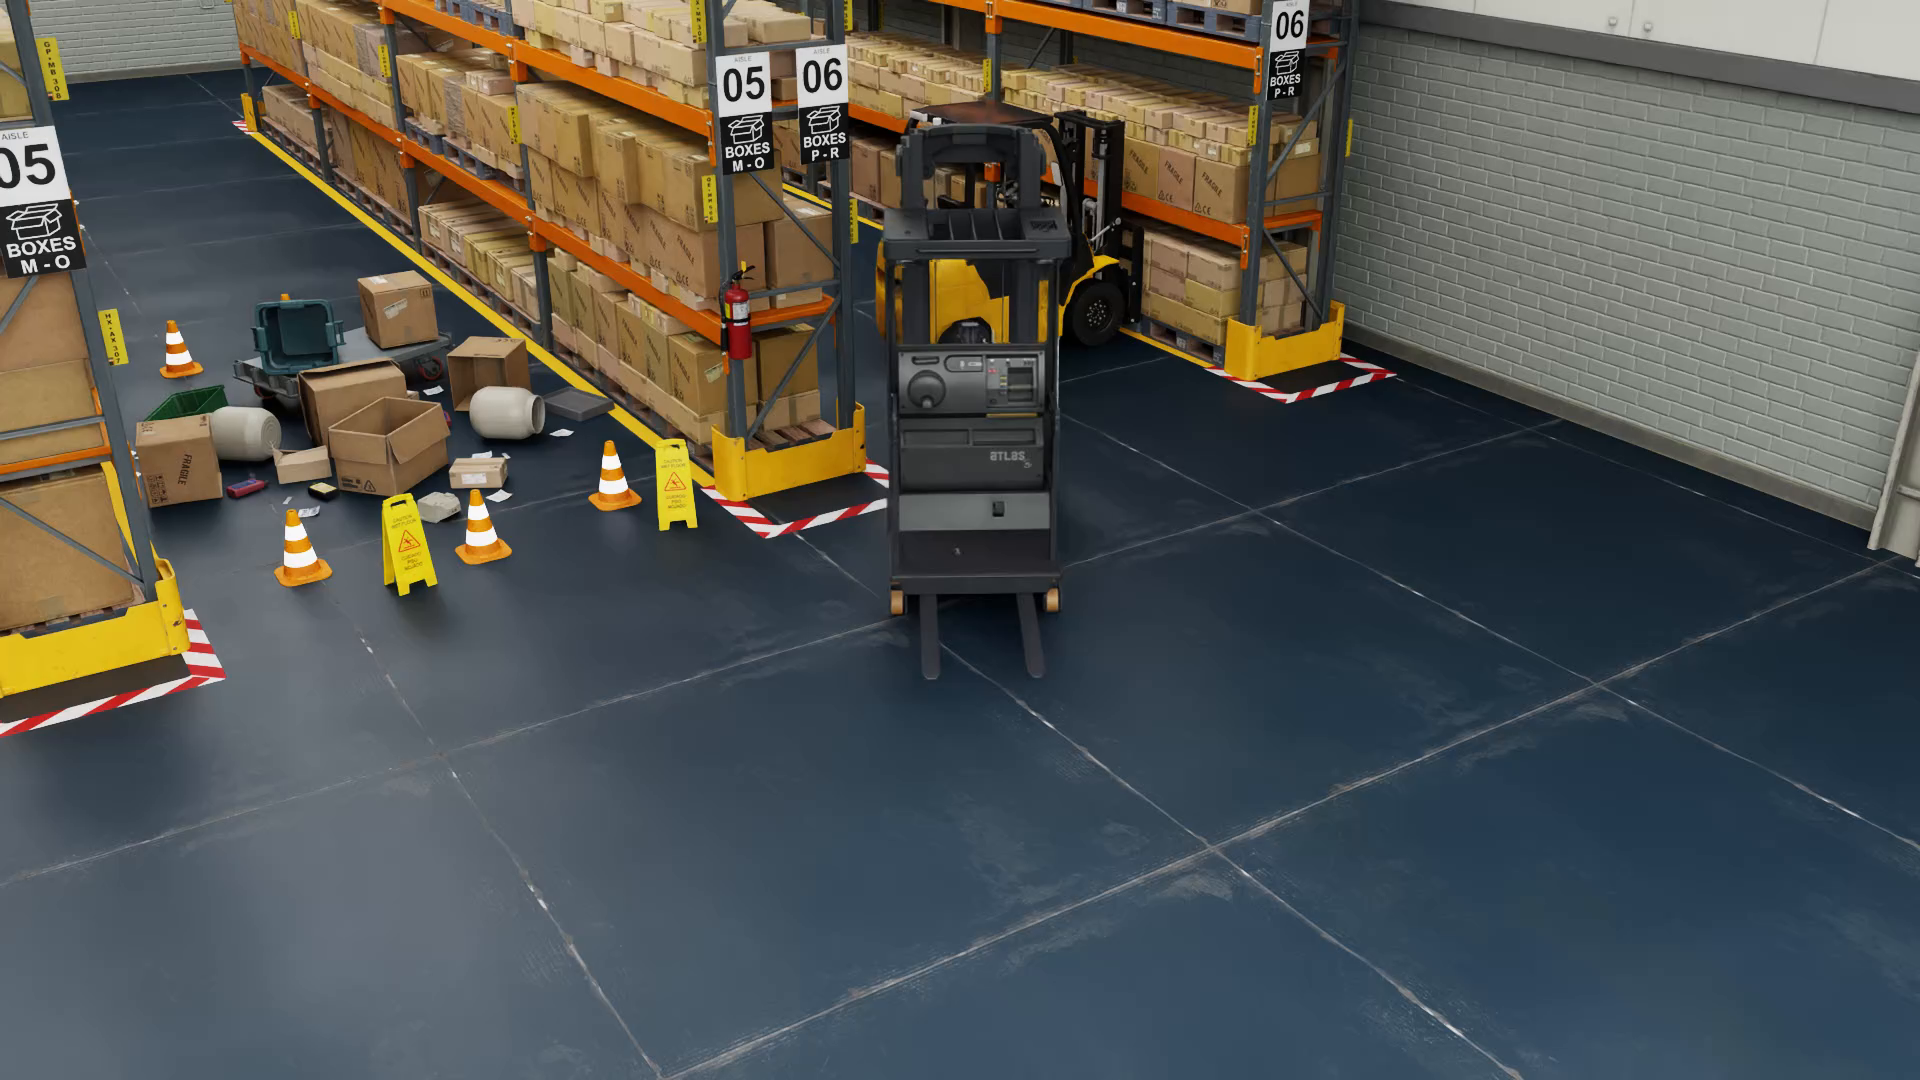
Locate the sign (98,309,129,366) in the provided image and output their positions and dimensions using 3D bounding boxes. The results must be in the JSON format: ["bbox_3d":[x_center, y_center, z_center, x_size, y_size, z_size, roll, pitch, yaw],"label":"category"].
[{"bbox_3d":[-4.867,-1.164,9.558,0.100,0.325,0.005,-16,29,-30],"label":"sign"}]

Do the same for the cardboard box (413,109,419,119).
[{"bbox_3d":[-5.589,-4.578,17.698,0.380,0.149,0.250,-17,30,-32],"label":"cardboard box"}]

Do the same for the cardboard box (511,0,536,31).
[{"bbox_3d":[-3.416,-4.432,13.901,0.500,0.250,0.500,-16,30,-31],"label":"cardboard box"}]

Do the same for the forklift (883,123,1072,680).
[{"bbox_3d":[0.084,-0.980,10.355,1.130,2.935,3.031,-1,25,-2],"label":"forklift"}]

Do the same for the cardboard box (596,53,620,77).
[{"bbox_3d":[-2.548,-3.644,12.698,0.380,0.149,0.250,-16,30,-30],"label":"cardboard box"}]

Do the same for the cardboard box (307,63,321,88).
[{"bbox_3d":[-7.775,-5.805,20.671,0.500,0.250,0.500,-16,30,-31],"label":"cardboard box"}]

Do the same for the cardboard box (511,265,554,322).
[{"bbox_3d":[-3.715,-2.419,15.909,0.950,0.372,0.625,-15,29,-29],"label":"cardboard box"}]

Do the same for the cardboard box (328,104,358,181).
[{"bbox_3d":[-7.389,-5.118,21.036,0.875,0.875,0.875,-15,29,-28],"label":"cardboard box"}]

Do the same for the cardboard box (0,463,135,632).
[{"bbox_3d":[-5.761,-0.066,10.336,0.875,0.875,0.875,-15,29,-29],"label":"cardboard box"}]

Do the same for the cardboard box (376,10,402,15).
[{"bbox_3d":[-6.496,-5.937,19.486,0.500,0.500,0.500,-15,29,-29],"label":"cardboard box"}]

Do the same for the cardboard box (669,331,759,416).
[{"bbox_3d":[-1.899,-1.311,12.826,0.500,0.500,0.500,-15,29,-29],"label":"cardboard box"}]

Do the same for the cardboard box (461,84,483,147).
[{"bbox_3d":[-4.420,-4.075,15.873,0.500,0.500,0.500,-14,29,-28],"label":"cardboard box"}]

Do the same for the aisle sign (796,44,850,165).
[{"bbox_3d":[-0.950,-3.025,11.562,0.394,0.787,0.004,-16,29,-30],"label":"aisle sign"}]

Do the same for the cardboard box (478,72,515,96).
[{"bbox_3d":[-4.255,-4.249,15.482,0.380,0.149,0.250,-17,30,-31],"label":"cardboard box"}]

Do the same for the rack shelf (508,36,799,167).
[{"bbox_3d":[-2.335,-3.546,13.039,1.077,0.370,4.000,-16,29,-30],"label":"rack shelf"}]

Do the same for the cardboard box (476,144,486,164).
[{"bbox_3d":[-4.381,-3.699,15.836,0.380,0.149,0.250,-15,29,-29],"label":"cardboard box"}]

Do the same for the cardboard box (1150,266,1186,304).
[{"bbox_3d":[2.121,-2.413,15.454,0.500,0.250,0.500,-16,30,-30],"label":"cardboard box"}]

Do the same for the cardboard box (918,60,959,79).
[{"bbox_3d":[-0.233,-5.157,18.245,0.380,0.149,0.250,-16,30,-31],"label":"cardboard box"}]

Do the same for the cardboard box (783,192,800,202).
[{"bbox_3d":[-1.555,-2.398,12.812,0.500,0.500,0.500,-15,29,-28],"label":"cardboard box"}]

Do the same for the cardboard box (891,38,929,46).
[{"bbox_3d":[-0.587,-5.842,19.698,0.380,0.149,0.250,-16,30,-31],"label":"cardboard box"}]

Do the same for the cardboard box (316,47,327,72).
[{"bbox_3d":[-7.482,-5.847,20.174,0.500,0.250,0.500,-15,29,-29],"label":"cardboard box"}]

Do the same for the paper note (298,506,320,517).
[{"bbox_3d":[-4.746,-0.208,12.119,0.144,0.017,0.142,-6,26,-12],"label":"paper note"}]

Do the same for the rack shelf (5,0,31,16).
[{"bbox_3d":[-6.427,-3.532,9.964,1.077,0.370,4.000,-16,29,-30],"label":"rack shelf"}]

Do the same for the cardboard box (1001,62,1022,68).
[{"bbox_3d":[0.480,-5.100,18.126,0.380,0.149,0.250,-16,29,-30],"label":"cardboard box"}]

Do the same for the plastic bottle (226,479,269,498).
[{"bbox_3d":[-5.344,-0.399,12.487,0.133,0.061,0.283,18,31,33],"label":"plastic bottle"}]

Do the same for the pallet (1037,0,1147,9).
[{"bbox_3d":[1.217,-5.406,16.240,1.003,0.211,1.213,-16,29,-30],"label":"pallet"}]

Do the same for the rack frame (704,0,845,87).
[{"bbox_3d":[-1.243,-4.512,10.730,1.000,3.000,0.127,-16,29,-30],"label":"rack frame"}]

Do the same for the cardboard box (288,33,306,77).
[{"bbox_3d":[-8.261,-6.243,21.306,0.500,0.500,0.500,-15,29,-29],"label":"cardboard box"}]

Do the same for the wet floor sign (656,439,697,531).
[{"bbox_3d":[-2.036,-0.418,11.841,0.267,0.644,0.232,-6,26,-12],"label":"wet floor sign"}]

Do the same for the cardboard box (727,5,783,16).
[{"bbox_3d":[-1.502,-3.768,12.027,0.380,0.149,0.250,-16,29,-30],"label":"cardboard box"}]

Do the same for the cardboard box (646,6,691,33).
[{"bbox_3d":[-2.034,-3.746,11.980,0.380,0.149,0.250,-15,29,-29],"label":"cardboard box"}]

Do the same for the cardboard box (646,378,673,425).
[{"bbox_3d":[-2.186,-1.160,13.384,0.500,0.250,0.500,-15,29,-29],"label":"cardboard box"}]

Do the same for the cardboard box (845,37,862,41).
[{"bbox_3d":[-1.380,-5.880,19.777,0.380,0.149,0.250,-15,29,-28],"label":"cardboard box"}]

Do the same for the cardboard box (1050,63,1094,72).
[{"bbox_3d":[1.157,-4.818,17.178,0.380,0.149,0.250,-15,29,-29],"label":"cardboard box"}]

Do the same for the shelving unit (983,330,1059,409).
[{"bbox_3d":[0.440,-0.915,12.245,0.503,1.200,0.258,8,26,17],"label":"shelving unit"}]

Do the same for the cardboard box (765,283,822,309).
[{"bbox_3d":[-1.255,-1.856,12.424,0.380,0.149,0.250,-15,29,-29],"label":"cardboard box"}]

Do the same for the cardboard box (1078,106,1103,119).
[{"bbox_3d":[1.358,-4.087,15.979,0.380,0.149,0.250,-17,30,-31],"label":"cardboard box"}]

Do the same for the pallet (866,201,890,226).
[{"bbox_3d":[-0.375,-3.819,19.554,1.003,0.211,1.213,-16,29,-30],"label":"pallet"}]

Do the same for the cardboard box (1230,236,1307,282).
[{"bbox_3d":[2.810,-2.572,15.205,0.500,0.250,0.500,-16,30,-30],"label":"cardboard box"}]

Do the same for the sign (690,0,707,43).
[{"bbox_3d":[-1.719,-3.434,10.922,0.100,0.325,0.005,-16,29,-30],"label":"sign"}]

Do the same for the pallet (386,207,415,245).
[{"bbox_3d":[-5.978,-3.699,19.302,1.003,0.211,1.213,-16,29,-30],"label":"pallet"}]

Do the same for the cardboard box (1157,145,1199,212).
[{"bbox_3d":[2.149,-3.305,15.083,0.500,0.500,0.500,-15,29,-28],"label":"cardboard box"}]

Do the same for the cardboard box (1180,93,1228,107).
[{"bbox_3d":[2.290,-4.090,15.638,0.380,0.149,0.250,-16,30,-31],"label":"cardboard box"}]

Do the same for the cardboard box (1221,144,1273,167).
[{"bbox_3d":[2.489,-3.355,14.428,0.380,0.149,0.250,-15,29,-29],"label":"cardboard box"}]

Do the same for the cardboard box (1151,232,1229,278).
[{"bbox_3d":[2.117,-2.630,15.327,0.500,0.250,0.500,-15,29,-29],"label":"cardboard box"}]

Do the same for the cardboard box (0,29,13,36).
[{"bbox_3d":[-5.387,-2.732,9.223,0.380,0.149,0.250,-15,29,-29],"label":"cardboard box"}]

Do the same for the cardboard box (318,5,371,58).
[{"bbox_3d":[-7.222,-6.009,19.639,0.500,0.500,0.500,-16,30,-31],"label":"cardboard box"}]

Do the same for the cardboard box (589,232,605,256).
[{"bbox_3d":[-2.833,-2.469,13.724,0.380,0.149,0.250,-15,29,-29],"label":"cardboard box"}]

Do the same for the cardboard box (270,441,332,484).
[{"bbox_3d":[-5.038,-0.619,12.712,0.396,0.266,0.258,-10,27,-21],"label":"cardboard box"}]

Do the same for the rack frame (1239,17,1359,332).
[{"bbox_3d":[2.913,-2.958,14.464,1.000,3.000,0.127,-16,29,-30],"label":"rack frame"}]

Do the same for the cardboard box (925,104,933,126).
[{"bbox_3d":[-0.044,-4.618,18.157,0.500,0.250,0.500,-16,29,-30],"label":"cardboard box"}]

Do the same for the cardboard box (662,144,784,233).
[{"bbox_3d":[-1.705,-2.563,11.992,0.700,0.500,0.500,-16,30,-31],"label":"cardboard box"}]

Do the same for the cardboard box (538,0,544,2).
[{"bbox_3d":[-3.225,-4.462,13.497,0.380,0.149,0.250,-17,30,-31],"label":"cardboard box"}]

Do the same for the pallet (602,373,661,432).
[{"bbox_3d":[-2.361,-1.300,14.220,1.003,0.211,1.213,-16,29,-30],"label":"pallet"}]

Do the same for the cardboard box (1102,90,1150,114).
[{"bbox_3d":[1.576,-4.151,15.766,0.380,0.149,0.250,-15,29,-29],"label":"cardboard box"}]

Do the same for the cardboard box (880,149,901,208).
[{"bbox_3d":[-0.394,-4.236,19.462,0.875,0.625,0.625,-17,30,-32],"label":"cardboard box"}]
